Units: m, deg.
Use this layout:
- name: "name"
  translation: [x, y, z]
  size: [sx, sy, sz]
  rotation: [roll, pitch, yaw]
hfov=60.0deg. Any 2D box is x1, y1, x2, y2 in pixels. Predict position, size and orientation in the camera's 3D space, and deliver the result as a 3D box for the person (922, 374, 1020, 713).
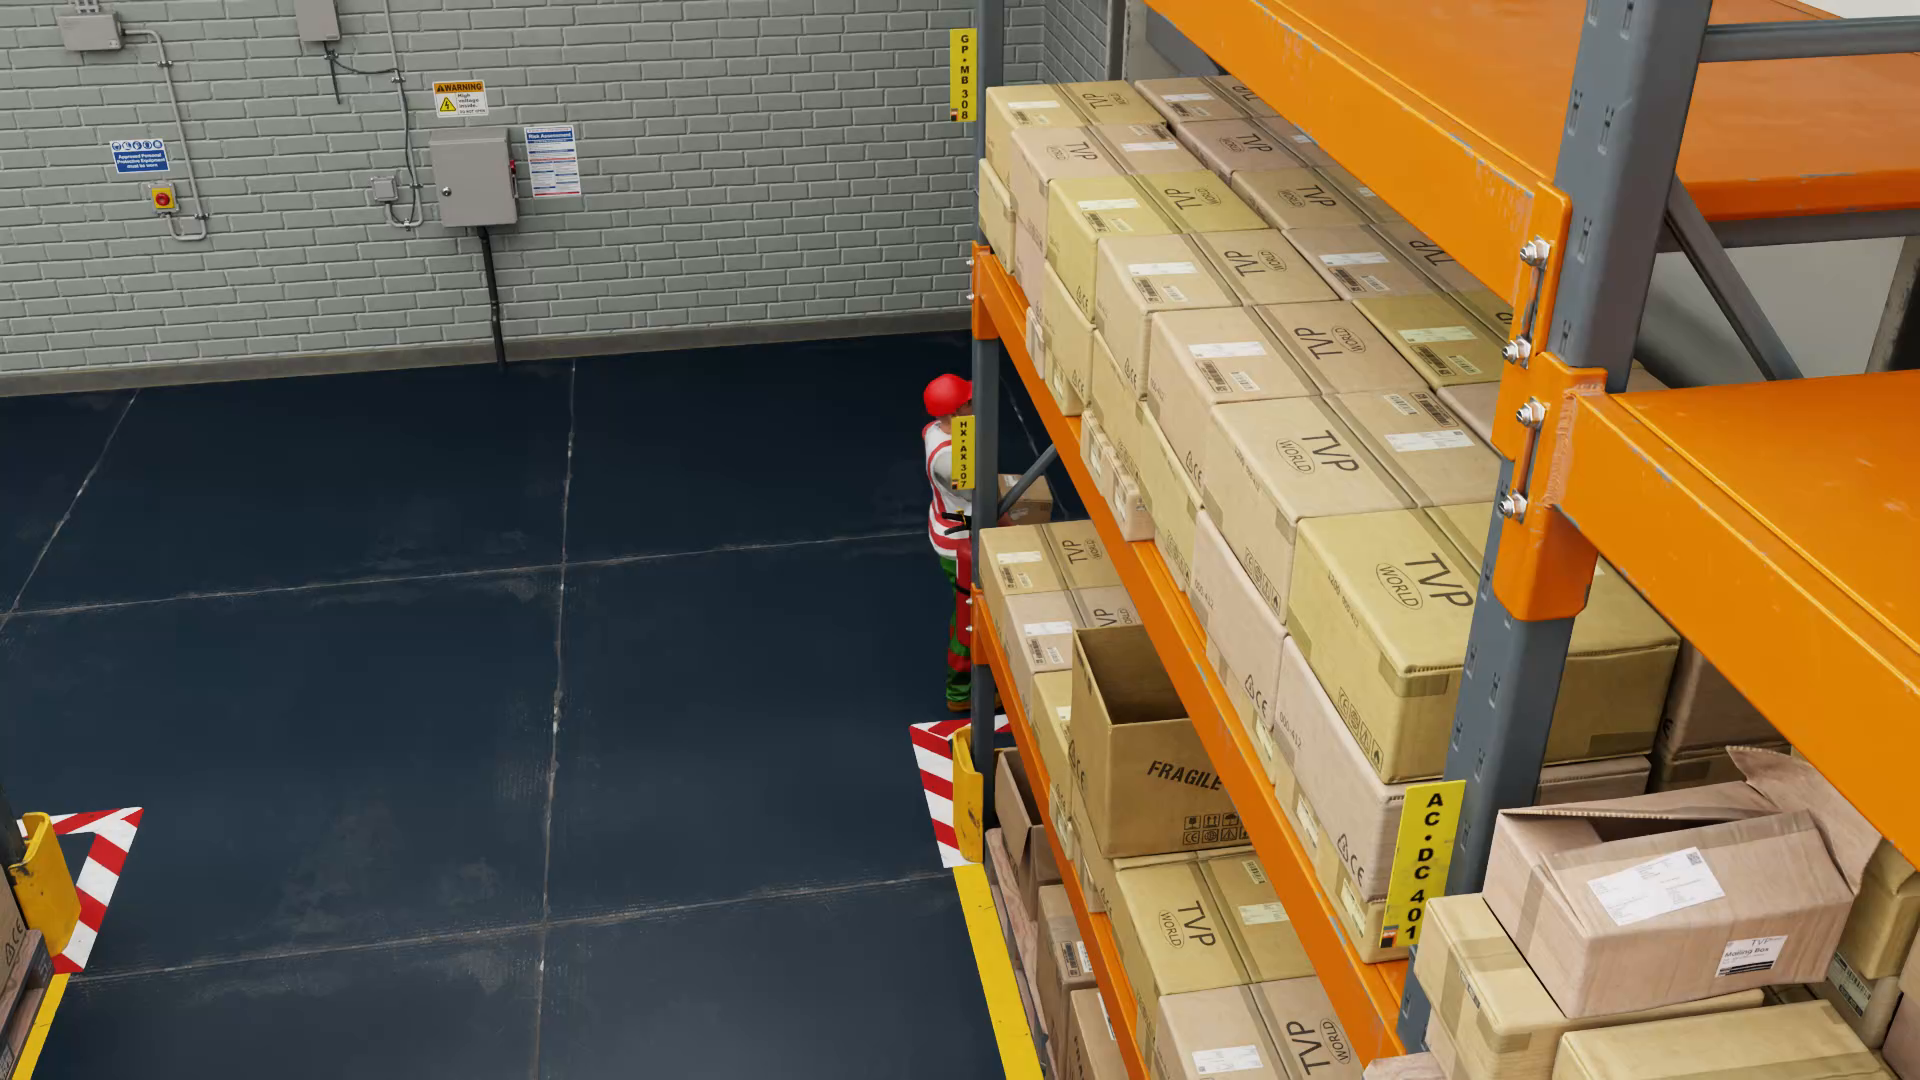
- name: "person"
  translation: [0.111, 0.003, 8.119]
  size: [0.564, 1.781, 0.494]
  rotation: [-4, 31, -6]
